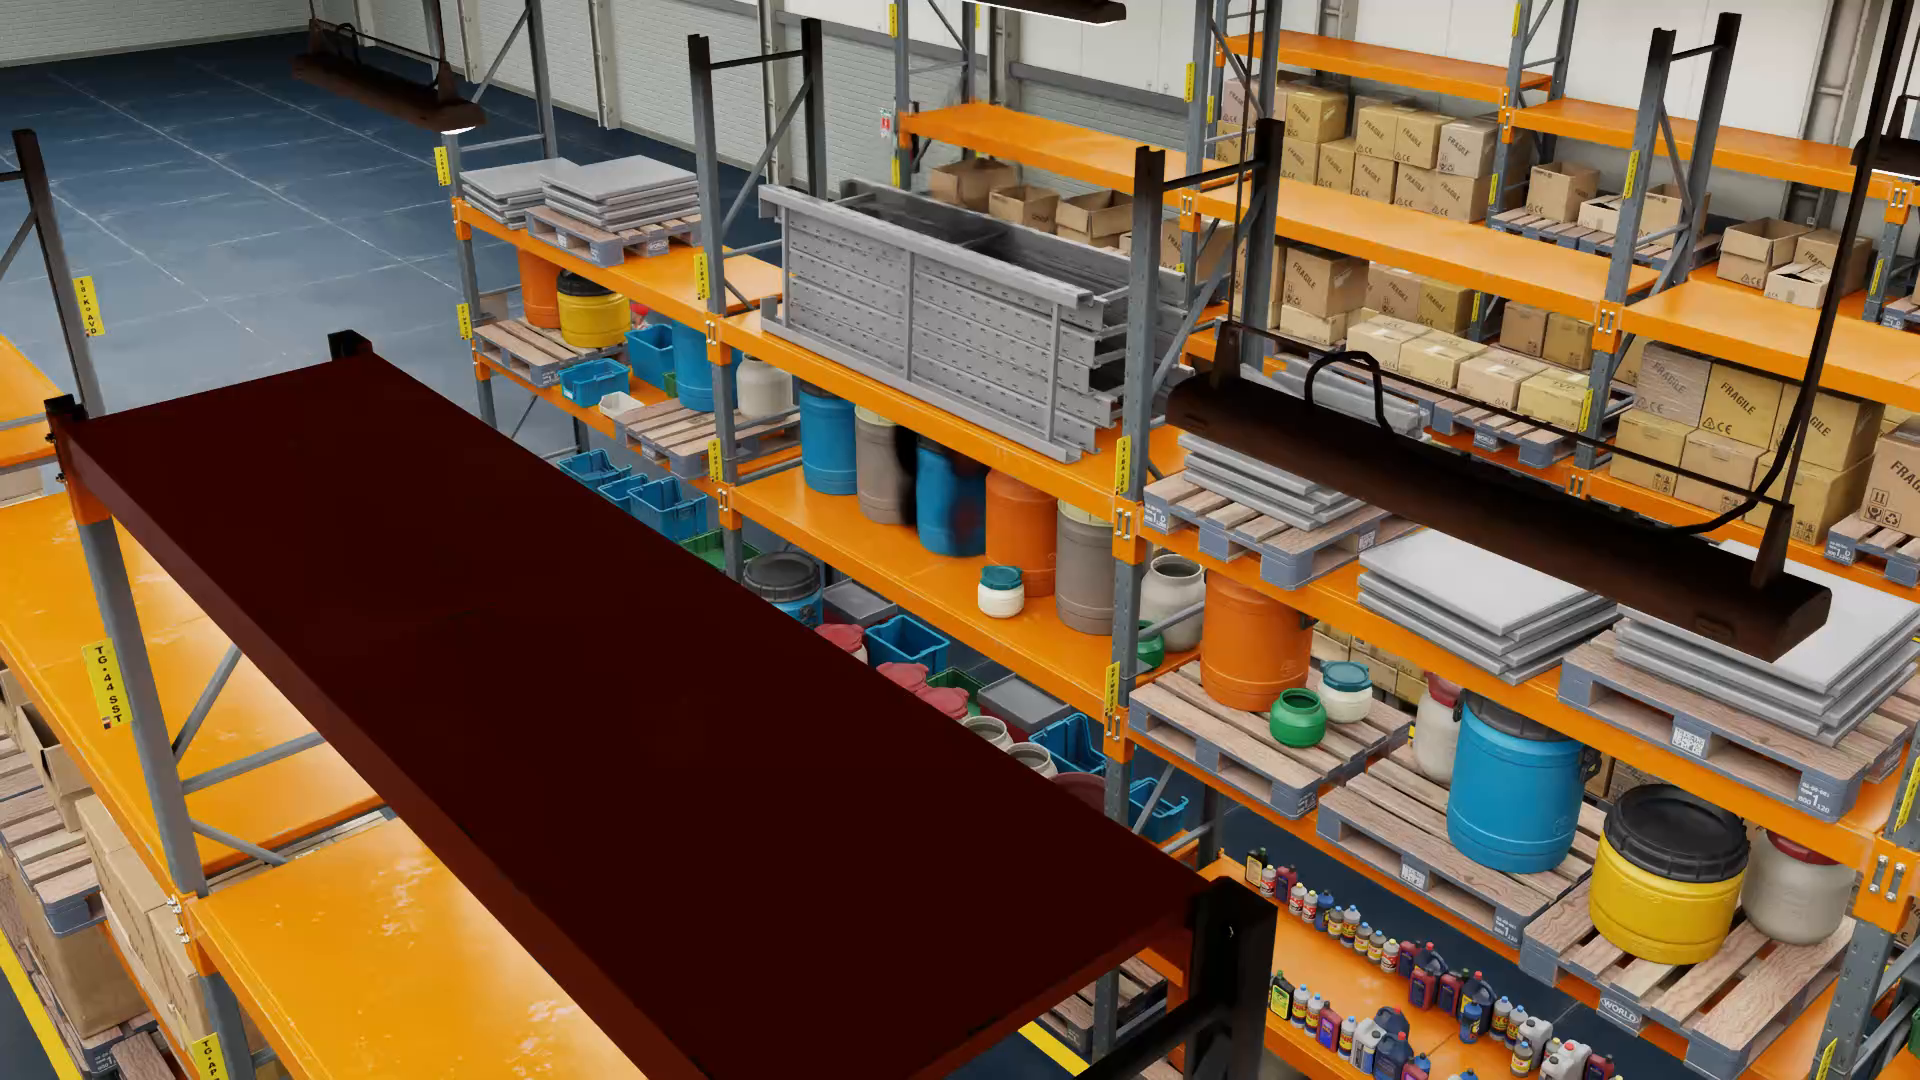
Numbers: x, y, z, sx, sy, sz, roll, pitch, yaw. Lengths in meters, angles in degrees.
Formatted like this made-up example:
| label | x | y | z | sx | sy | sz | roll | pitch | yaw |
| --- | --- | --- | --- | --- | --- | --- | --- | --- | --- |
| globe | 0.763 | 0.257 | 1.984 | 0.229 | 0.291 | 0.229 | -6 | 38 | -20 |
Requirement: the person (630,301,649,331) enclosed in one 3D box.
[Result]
| label | x | y | z | sx | sy | sz | roll | pitch | yaw |
| --- | --- | --- | --- | --- | --- | --- | --- | --- | --- |
| person | -3.756 | -1.918 | 19.387 | 0.689 | 1.820 | 0.611 | -7 | 28 | -13 |
